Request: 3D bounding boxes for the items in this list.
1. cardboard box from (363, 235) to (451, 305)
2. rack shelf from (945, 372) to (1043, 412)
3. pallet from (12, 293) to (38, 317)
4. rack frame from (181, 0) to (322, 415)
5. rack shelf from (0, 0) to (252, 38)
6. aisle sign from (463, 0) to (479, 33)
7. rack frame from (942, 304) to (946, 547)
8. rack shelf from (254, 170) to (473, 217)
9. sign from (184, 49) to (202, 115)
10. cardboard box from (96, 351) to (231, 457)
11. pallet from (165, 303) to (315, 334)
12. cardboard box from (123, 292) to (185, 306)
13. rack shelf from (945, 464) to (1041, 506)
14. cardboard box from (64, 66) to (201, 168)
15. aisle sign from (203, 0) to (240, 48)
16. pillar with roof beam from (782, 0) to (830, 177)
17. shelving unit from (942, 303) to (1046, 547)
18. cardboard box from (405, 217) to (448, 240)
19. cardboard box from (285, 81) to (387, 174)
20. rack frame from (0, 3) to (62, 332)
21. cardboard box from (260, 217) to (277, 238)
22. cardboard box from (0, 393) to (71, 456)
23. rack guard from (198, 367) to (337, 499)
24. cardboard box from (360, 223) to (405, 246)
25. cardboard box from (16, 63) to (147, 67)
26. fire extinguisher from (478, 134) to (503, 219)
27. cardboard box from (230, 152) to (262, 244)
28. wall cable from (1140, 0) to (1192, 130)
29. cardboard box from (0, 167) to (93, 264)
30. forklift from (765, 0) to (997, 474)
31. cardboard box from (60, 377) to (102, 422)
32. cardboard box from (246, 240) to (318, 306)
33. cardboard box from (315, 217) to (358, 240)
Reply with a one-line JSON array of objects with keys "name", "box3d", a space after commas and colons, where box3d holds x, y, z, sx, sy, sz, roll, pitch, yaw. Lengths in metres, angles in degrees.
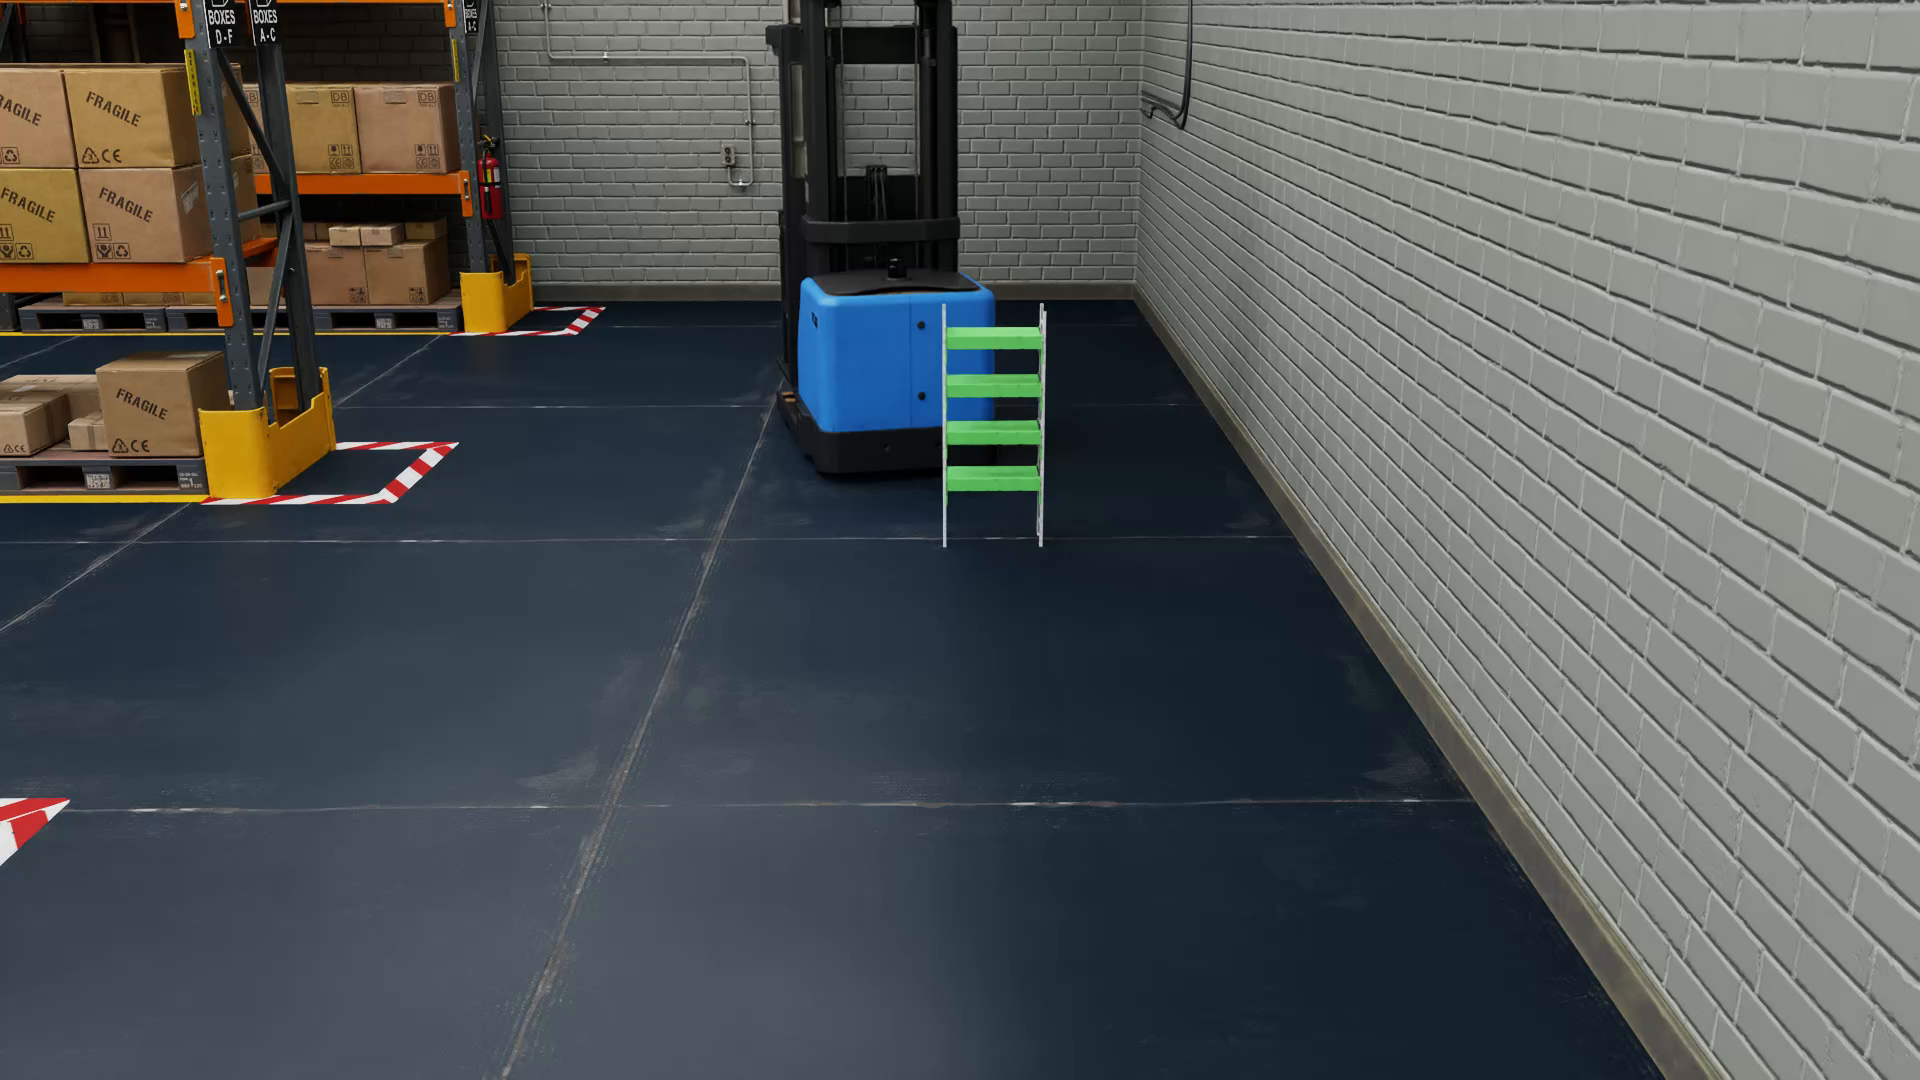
[{"name": "cardboard box", "box3d": [-4.737, -2.324, 14.287, 0.500, 0.500, 0.700, 0, 18, -1]}, {"name": "rack shelf", "box3d": [0.166, -0.740, 8.313, 0.480, 0.148, 0.258, 0, 18, -1]}, {"name": "pallet", "box3d": [-8.808, -1.974, 14.357, 1.213, 0.211, 1.003, 0, 18, -1]}, {"name": "rack frame", "box3d": [-3.957, -1.835, 9.358, 0.127, 3.000, 1.000, 0, 18, -1]}, {"name": "rack shelf", "box3d": [-5.956, -2.911, 8.980, 4.000, 0.370, 1.077, 0, 18, -1]}, {"name": "aisle sign", "box3d": [-3.962, -4.495, 13.393, 0.004, 0.787, 0.394, 0, 18, -1]}, {"name": "rack frame", "box3d": [-0.078, -0.571, 8.363, 0.015, 1.200, 0.240, 0, 18, -1]}, {"name": "rack shelf", "box3d": [-6.038, -2.996, 14.154, 4.000, 0.370, 1.077, 0, 18, -1]}, {"name": "sign", "box3d": [-3.968, -2.368, 8.604, 0.005, 0.325, 0.100, 0, 18, -1]}, {"name": "cardboard box", "box3d": [-4.496, -0.777, 9.430, 0.500, 0.500, 0.500, 0, 18, -1]}, {"name": "pallet", "box3d": [-6.054, -1.988, 14.398, 1.213, 0.211, 1.003, 0, 18, -1]}, {"name": "cardboard box", "box3d": [-6.786, -2.312, 14.250, 0.500, 0.500, 0.700, 0, 18, -1]}, {"name": "rack shelf", "box3d": [0.166, -0.283, 8.460, 0.480, 0.148, 0.258, 0, 18, -1]}, {"name": "cardboard box", "box3d": [-4.397, -2.273, 8.922, 0.500, 0.500, 0.500, 0, 18, -1]}, {"name": "aisle sign", "box3d": [-3.884, -2.980, 8.671, 0.004, 0.787, 0.394, 0, 18, -1]}, {"name": "pillar with roof beam", "box3d": [-1.285, -5.167, 9.924, 0.400, 9.000, 9.100, 0, 18, -1]}, {"name": "shelving unit", "box3d": [0.166, -0.572, 8.367, 0.503, 1.200, 0.258, 0, 18, -1]}, {"name": "cardboard box", "box3d": [-4.615, -2.695, 14.380, 0.250, 0.149, 0.380, 0, 18, 0]}, {"name": "cardboard box", "box3d": [-5.276, -3.479, 13.990, 0.700, 0.700, 0.980, 0, 18, -1]}, {"name": "rack frame", "box3d": [-8.038, -3.329, 14.014, 0.127, 3.000, 1.000, 0, 18, -1]}, {"name": "cardboard box", "box3d": [-5.883, -2.688, 14.359, 0.250, 0.149, 0.380, 0, 18, 0]}, {"name": "cardboard box", "box3d": [-5.447, -0.662, 9.483, 0.500, 0.250, 0.500, 0, 18, -1]}, {"name": "rack guard", "box3d": [-4.033, -0.645, 9.739, 0.348, 0.500, 1.175, 0, 18, -1]}, {"name": "cardboard box", "box3d": [-4.862, -2.577, 14.012, 0.250, 0.149, 0.380, 0, 18, -2]}, {"name": "cardboard box", "box3d": [-4.927, -2.433, 9.420, 0.500, 0.500, 0.500, 0, 18, 0]}, {"name": "fire extinguisher", "box3d": [-3.880, -2.994, 13.706, 0.183, 0.674, 0.296, 0, 18, -1]}, {"name": "cardboard box", "box3d": [-4.404, -1.961, 9.587, 0.500, 0.500, 0.500, 0, 18, 0]}, {"name": "wall cable", "box3d": [1.622, -4.644, 13.377, 0.112, 2.526, 3.097, 0, 18, -1]}, {"name": "cardboard box", "box3d": [-4.919, -1.794, 9.066, 0.500, 0.500, 0.500, 0, 18, 0]}, {"name": "forklift", "box3d": [-0.610, -2.186, 10.563, 1.130, 2.935, 3.031, -4, 18, -12]}, {"name": "cardboard box", "box3d": [-5.005, -0.817, 9.965, 0.500, 0.250, 0.500, 0, 18, -1]}, {"name": "cardboard box", "box3d": [-5.740, -2.319, 14.271, 0.500, 0.500, 0.700, -1, 18, -3]}, {"name": "cardboard box", "box3d": [-5.372, -2.691, 14.368, 0.250, 0.149, 0.380, 0, 18, 0]}]
